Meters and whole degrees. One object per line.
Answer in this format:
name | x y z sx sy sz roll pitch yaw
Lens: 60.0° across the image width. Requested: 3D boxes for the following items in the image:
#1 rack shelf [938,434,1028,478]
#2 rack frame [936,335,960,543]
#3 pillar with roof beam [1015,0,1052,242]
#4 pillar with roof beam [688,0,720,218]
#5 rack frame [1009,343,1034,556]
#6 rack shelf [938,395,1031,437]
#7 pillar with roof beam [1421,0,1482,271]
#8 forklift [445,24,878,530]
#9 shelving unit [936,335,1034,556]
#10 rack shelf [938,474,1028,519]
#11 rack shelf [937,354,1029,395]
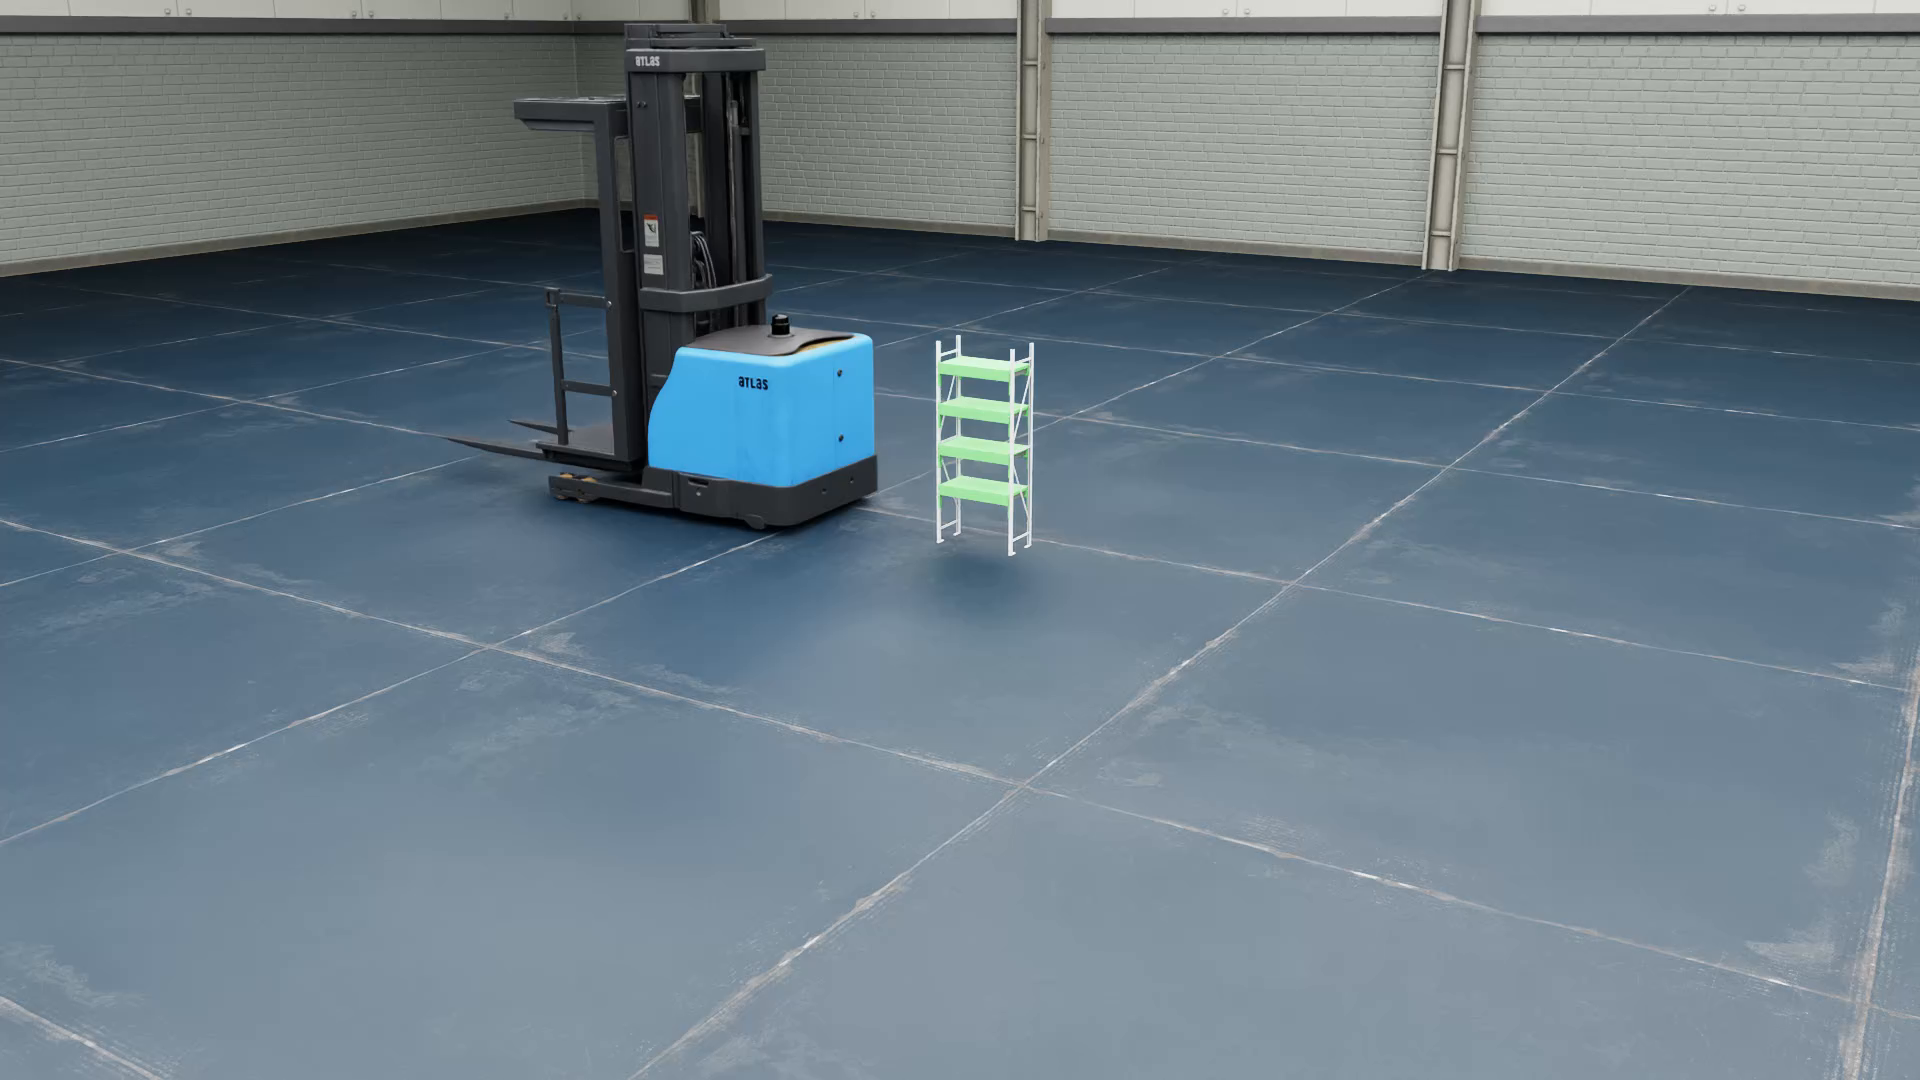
rack shelf | 0.141 -0.488 9.642 0.480 0.148 0.258 10 20 30
rack frame | -0.067 -0.586 9.746 0.015 1.200 0.240 10 20 30
pillar with roof beam | -1.203 -7.635 19.532 0.400 9.000 9.100 10 20 30
pillar with roof beam | -6.316 -8.547 22.537 0.400 9.000 9.100 10 20 30
rack frame | 0.349 -0.512 9.502 0.015 1.200 0.240 10 20 30
rack shelf | 0.141 -0.717 9.573 0.480 0.148 0.258 10 20 30
pillar with roof beam | 3.909 -6.722 16.528 0.400 9.000 9.100 10 20 30
forklift | -2.065 -1.757 10.621 3.031 2.935 1.130 10 19 29
shelving unit | 0.141 -0.549 9.624 0.503 1.200 0.258 10 20 30
rack shelf | 0.141 -0.258 9.712 0.480 0.148 0.258 10 20 30
rack shelf | 0.141 -0.947 9.503 0.480 0.148 0.258 10 20 30
